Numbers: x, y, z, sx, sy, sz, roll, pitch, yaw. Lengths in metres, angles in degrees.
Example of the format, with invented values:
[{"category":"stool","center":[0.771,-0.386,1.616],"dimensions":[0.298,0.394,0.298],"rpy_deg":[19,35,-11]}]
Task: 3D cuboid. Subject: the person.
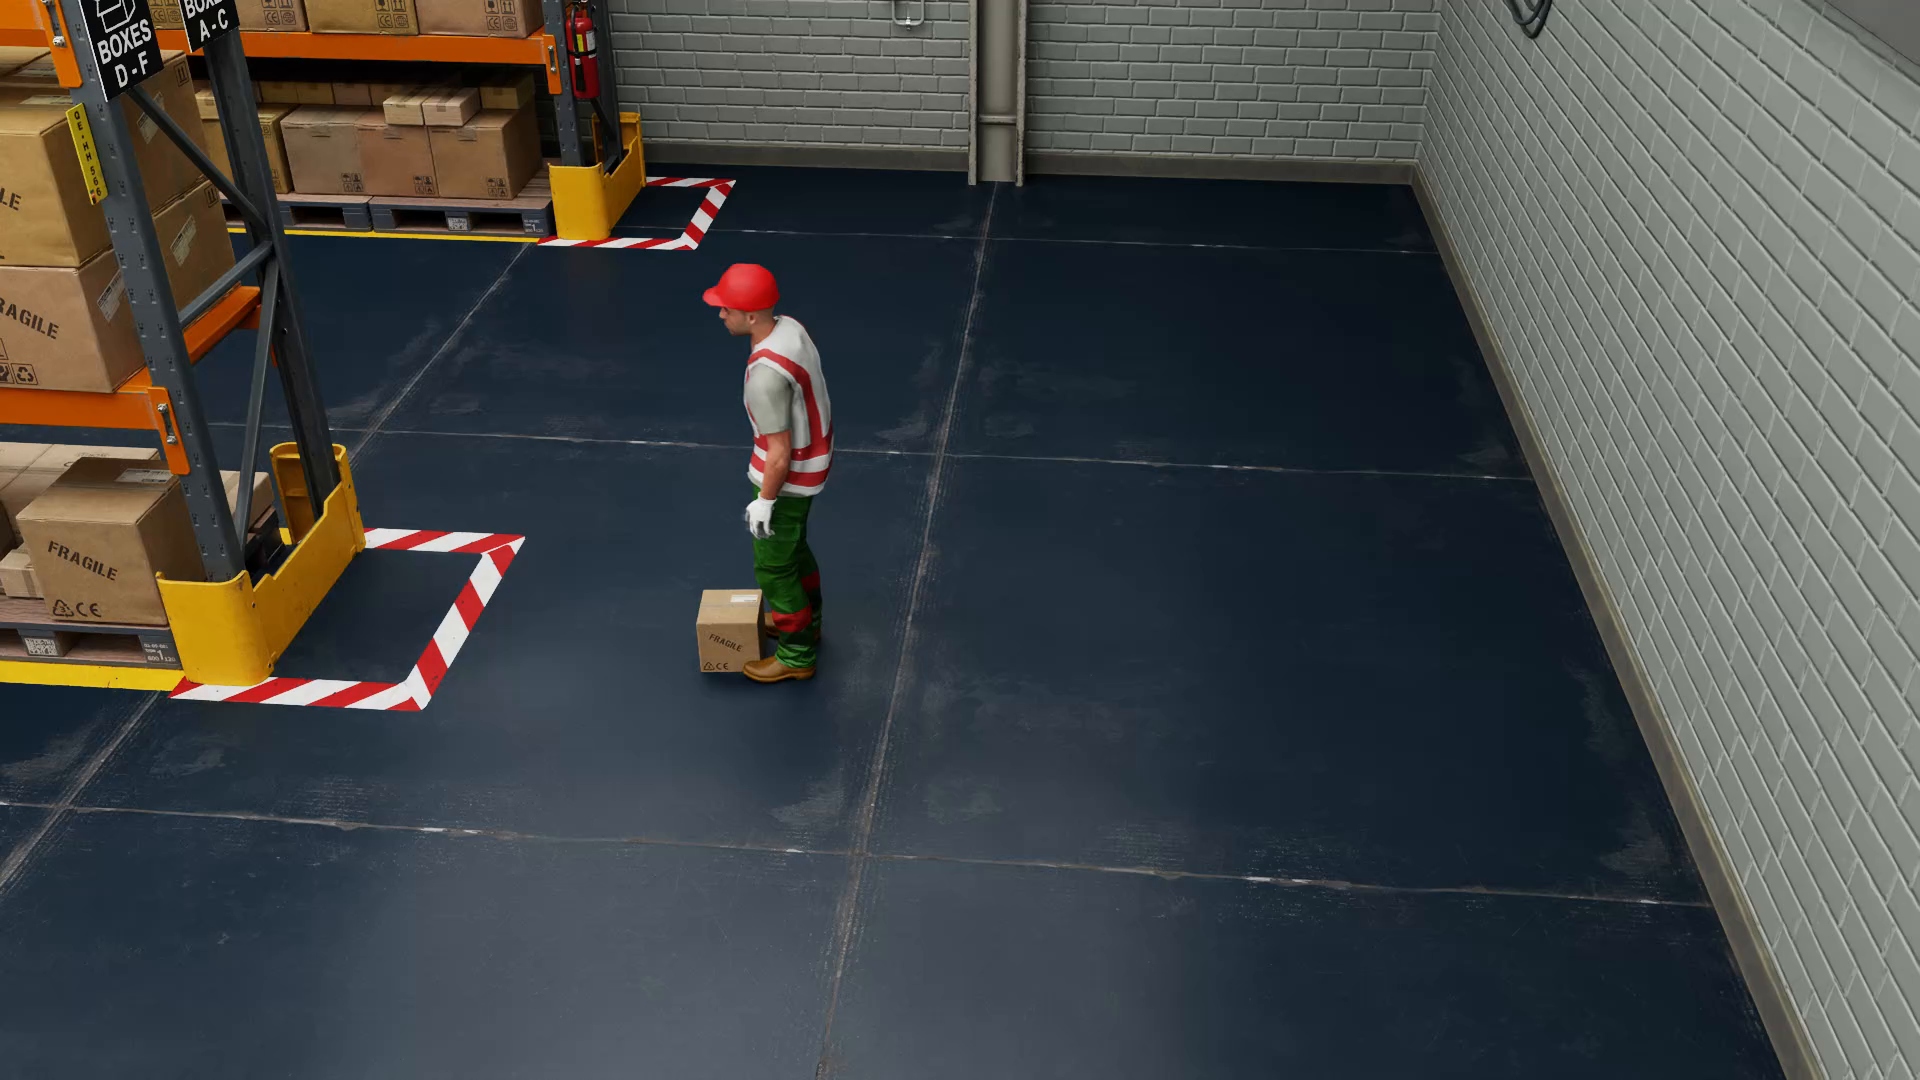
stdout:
[{"category":"person","center":[-0.721,-0.260,6.542],"dimensions":[0.450,1.778,0.605],"rpy_deg":[2,32,3]}]
